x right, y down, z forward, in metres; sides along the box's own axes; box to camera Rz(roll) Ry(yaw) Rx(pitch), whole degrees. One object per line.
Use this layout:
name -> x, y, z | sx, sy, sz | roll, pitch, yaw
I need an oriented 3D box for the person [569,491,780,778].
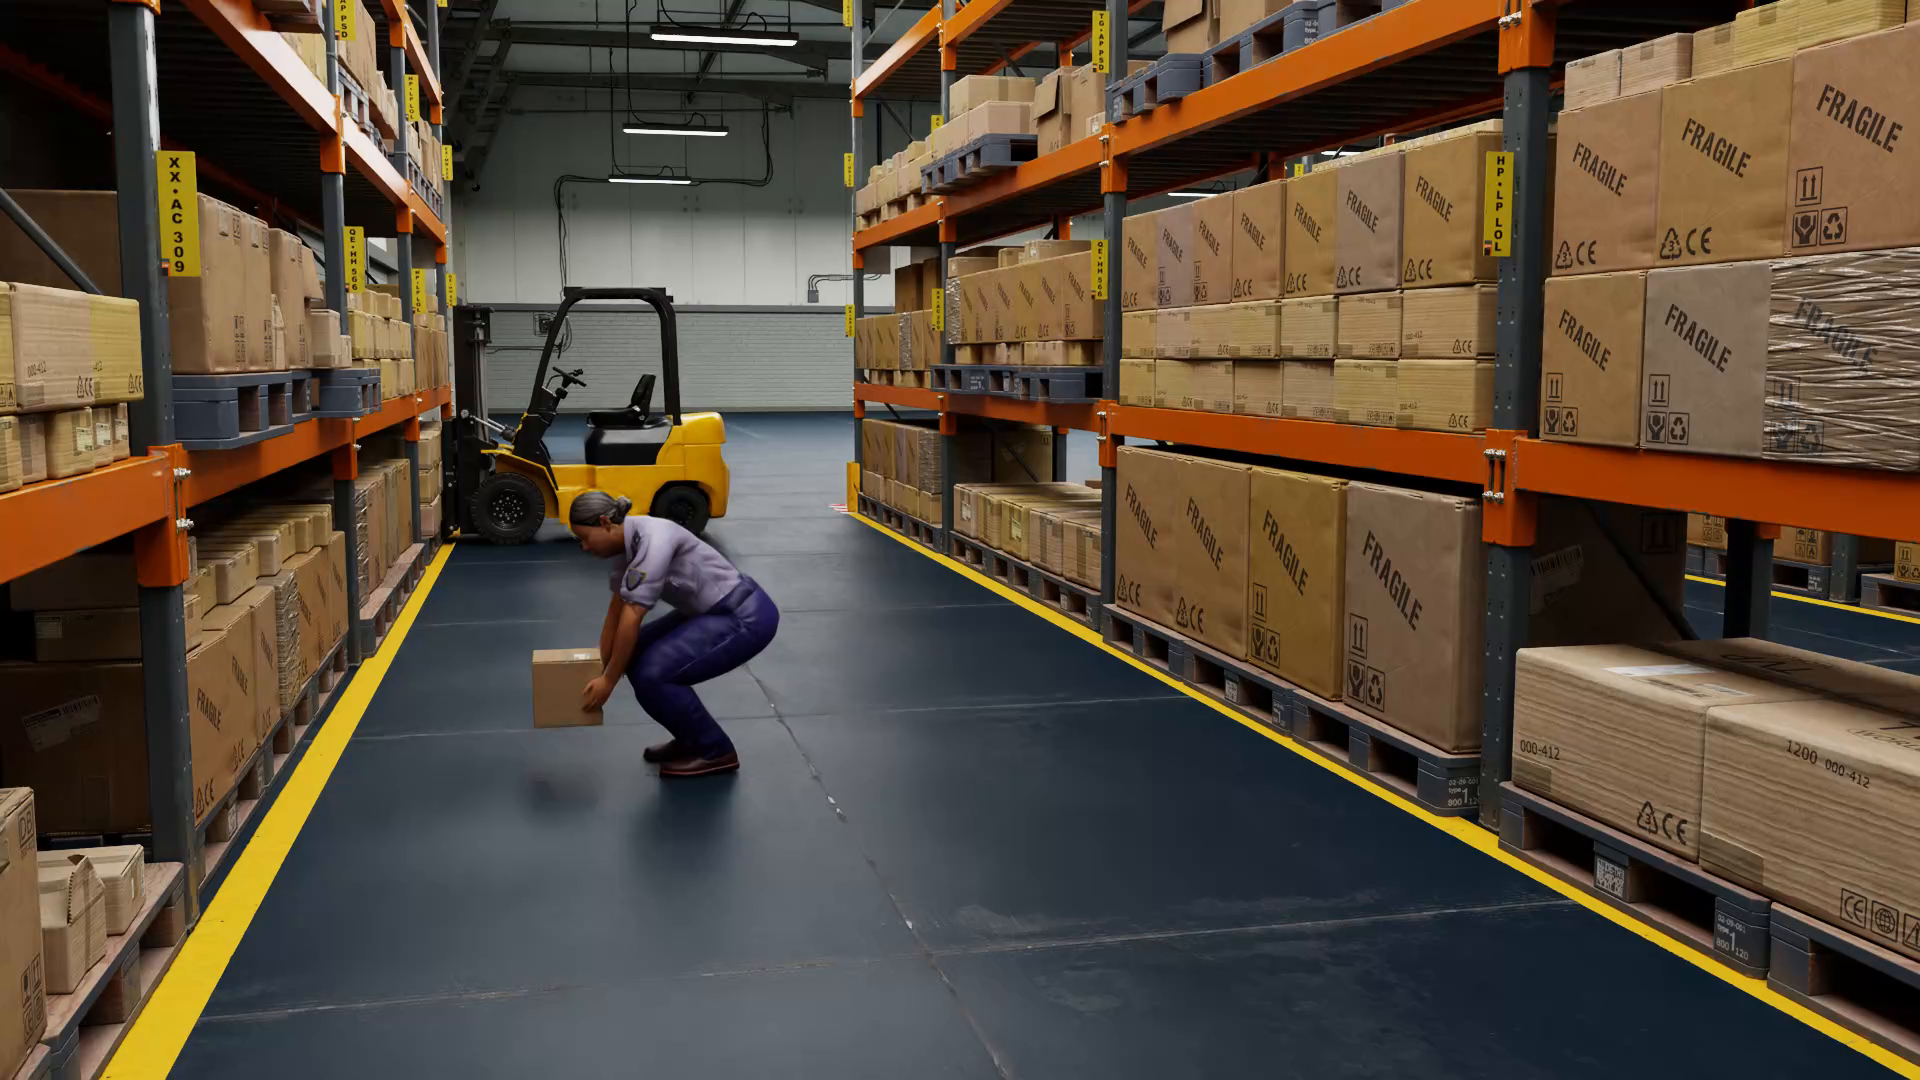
person -> -1.074, 0.341, 6.297 | 0.773, 1.076, 0.530 | -2, 6, -14
